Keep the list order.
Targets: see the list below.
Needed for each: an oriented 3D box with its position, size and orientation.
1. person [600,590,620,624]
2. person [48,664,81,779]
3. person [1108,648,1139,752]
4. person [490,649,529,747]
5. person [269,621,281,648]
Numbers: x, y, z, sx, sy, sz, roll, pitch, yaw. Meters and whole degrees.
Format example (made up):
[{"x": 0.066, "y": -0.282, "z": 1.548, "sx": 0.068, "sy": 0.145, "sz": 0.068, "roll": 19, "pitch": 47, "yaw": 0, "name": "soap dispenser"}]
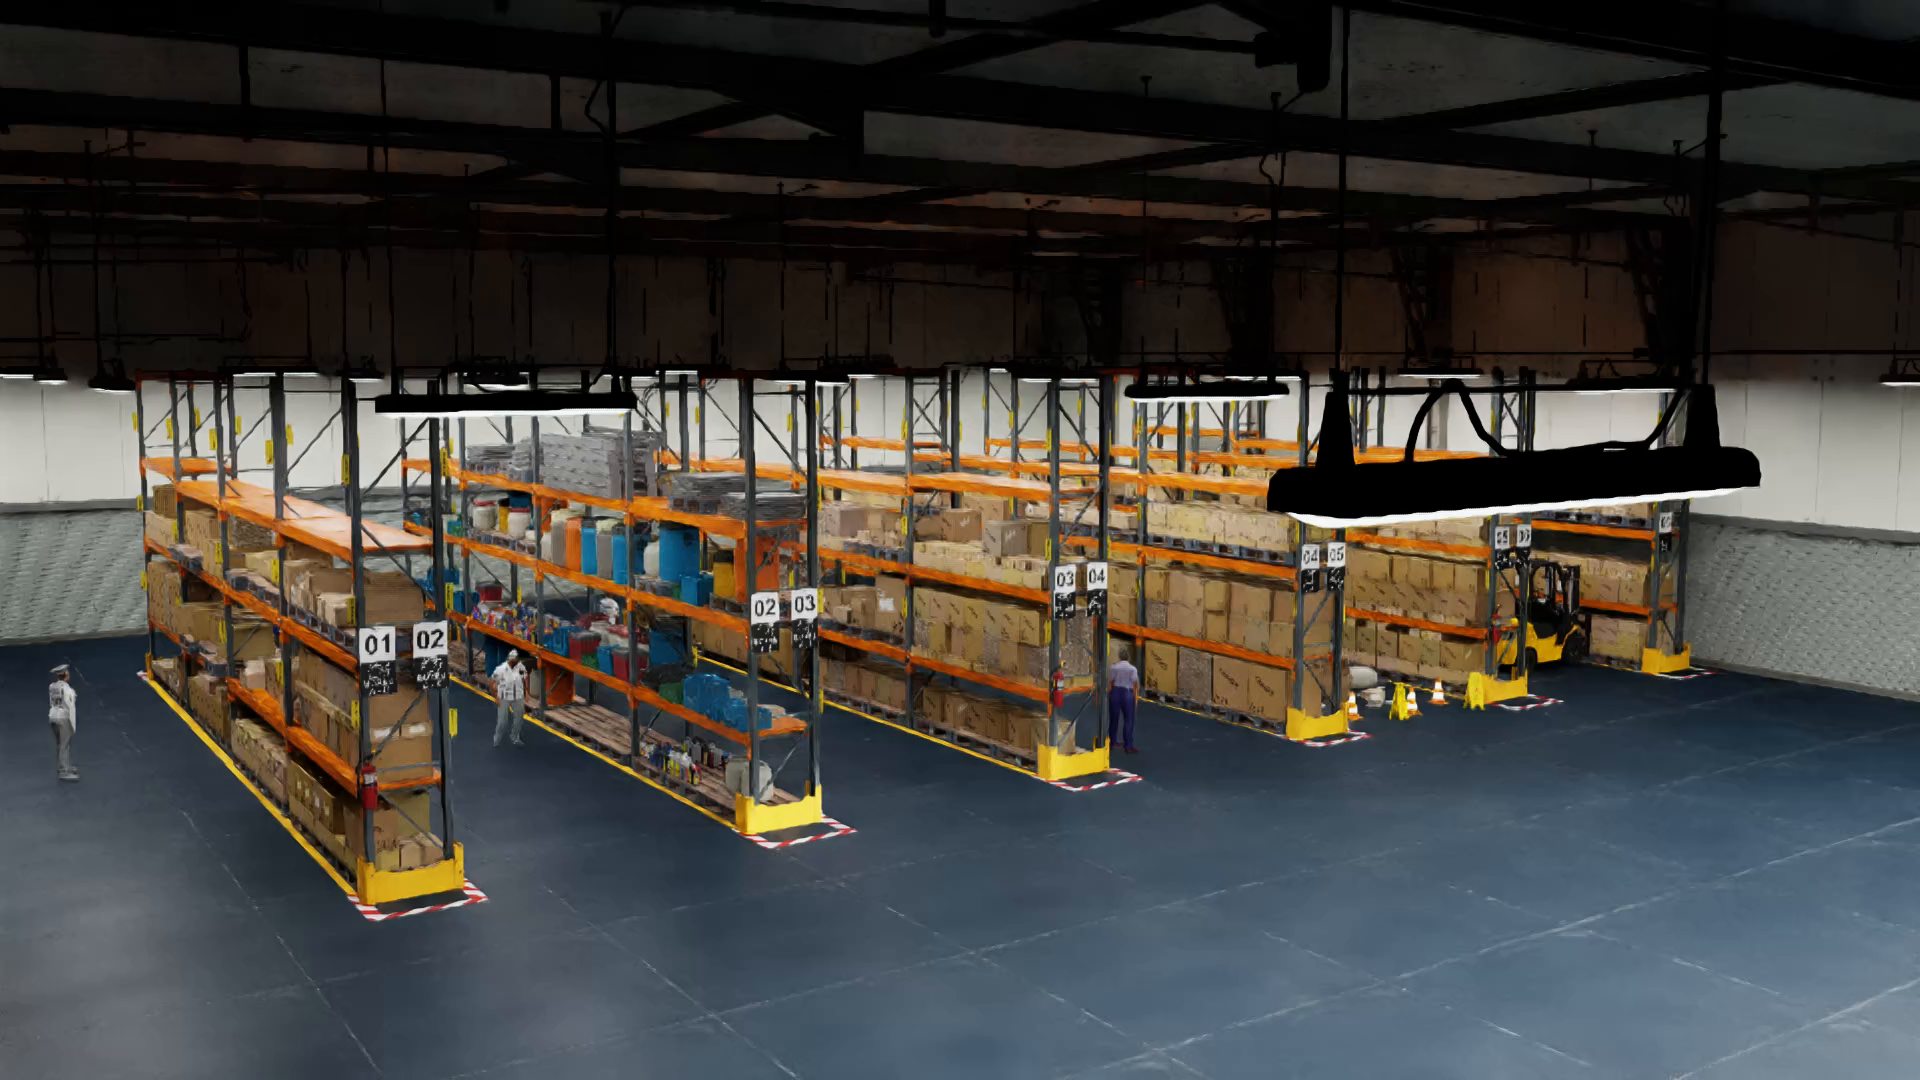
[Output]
[{"x": -6.963, "y": 1.742, "z": 33.154, "sx": 0.515, "sy": 1.682, "sz": 0.371, "roll": 4, "pitch": 8, "yaw": 35, "name": "person"}, {"x": -13.333, "y": 2.689, "z": 24.796, "sx": 0.552, "sy": 1.684, "sz": 0.433, "roll": 4, "pitch": 7, "yaw": 30, "name": "person"}, {"x": 2.597, "y": 2.523, "z": 26.430, "sx": 0.526, "sy": 1.651, "sz": 0.424, "roll": 3, "pitch": 7, "yaw": 25, "name": "person"}, {"x": -7.213, "y": 2.531, "z": 26.699, "sx": 0.625, "sy": 1.611, "sz": 0.568, "roll": -5, "pitch": 8, "yaw": -36, "name": "person"}, {"x": -13.248, "y": 2.009, "z": 32.119, "sx": 0.435, "sy": 1.380, "sz": 1.088, "roll": -4, "pitch": 8, "yaw": -31, "name": "person"}]
